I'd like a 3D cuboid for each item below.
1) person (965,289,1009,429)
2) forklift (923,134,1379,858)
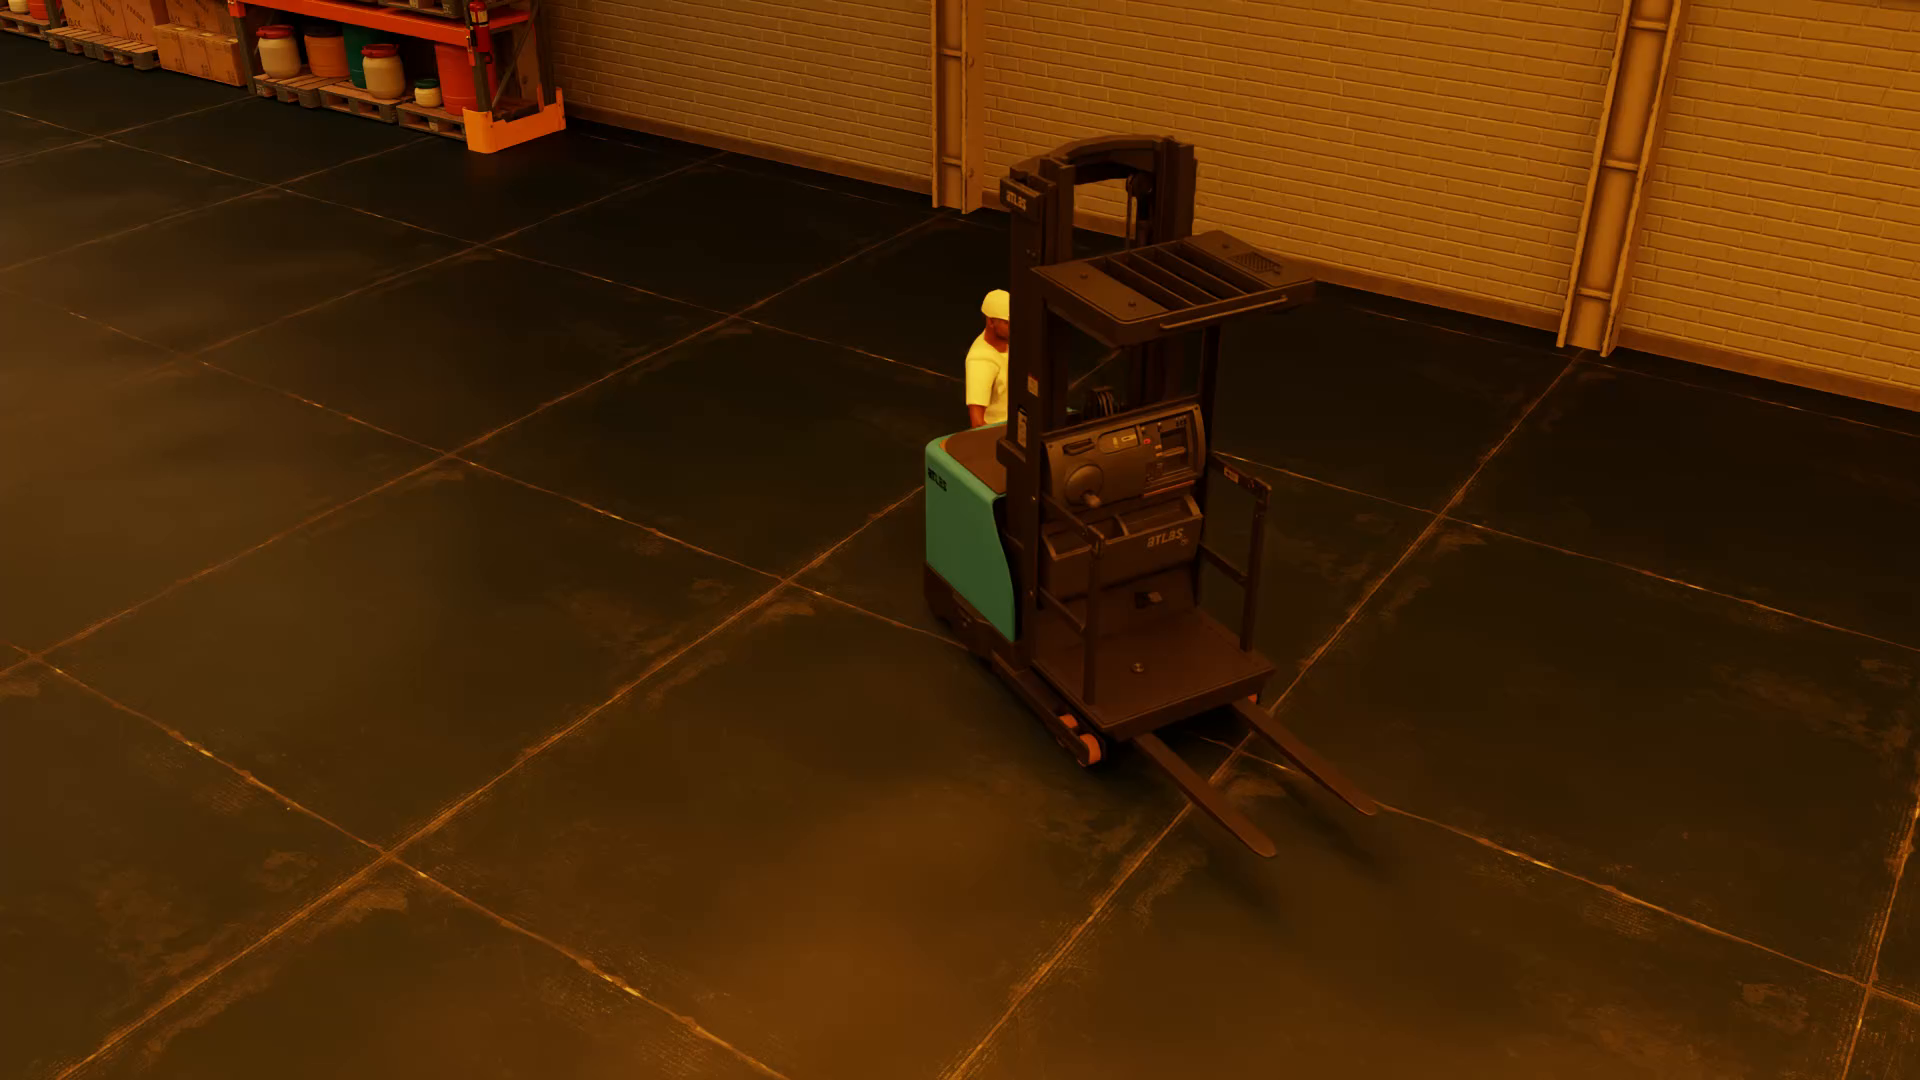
[{"bbox_3d":[0.380,-0.660,9.980,0.755,1.679,0.732,-25,39,-36],"label":"person"},{"bbox_3d":[0.947,-0.373,8.223,1.130,2.935,3.031,-16,34,-25],"label":"forklift"}]
